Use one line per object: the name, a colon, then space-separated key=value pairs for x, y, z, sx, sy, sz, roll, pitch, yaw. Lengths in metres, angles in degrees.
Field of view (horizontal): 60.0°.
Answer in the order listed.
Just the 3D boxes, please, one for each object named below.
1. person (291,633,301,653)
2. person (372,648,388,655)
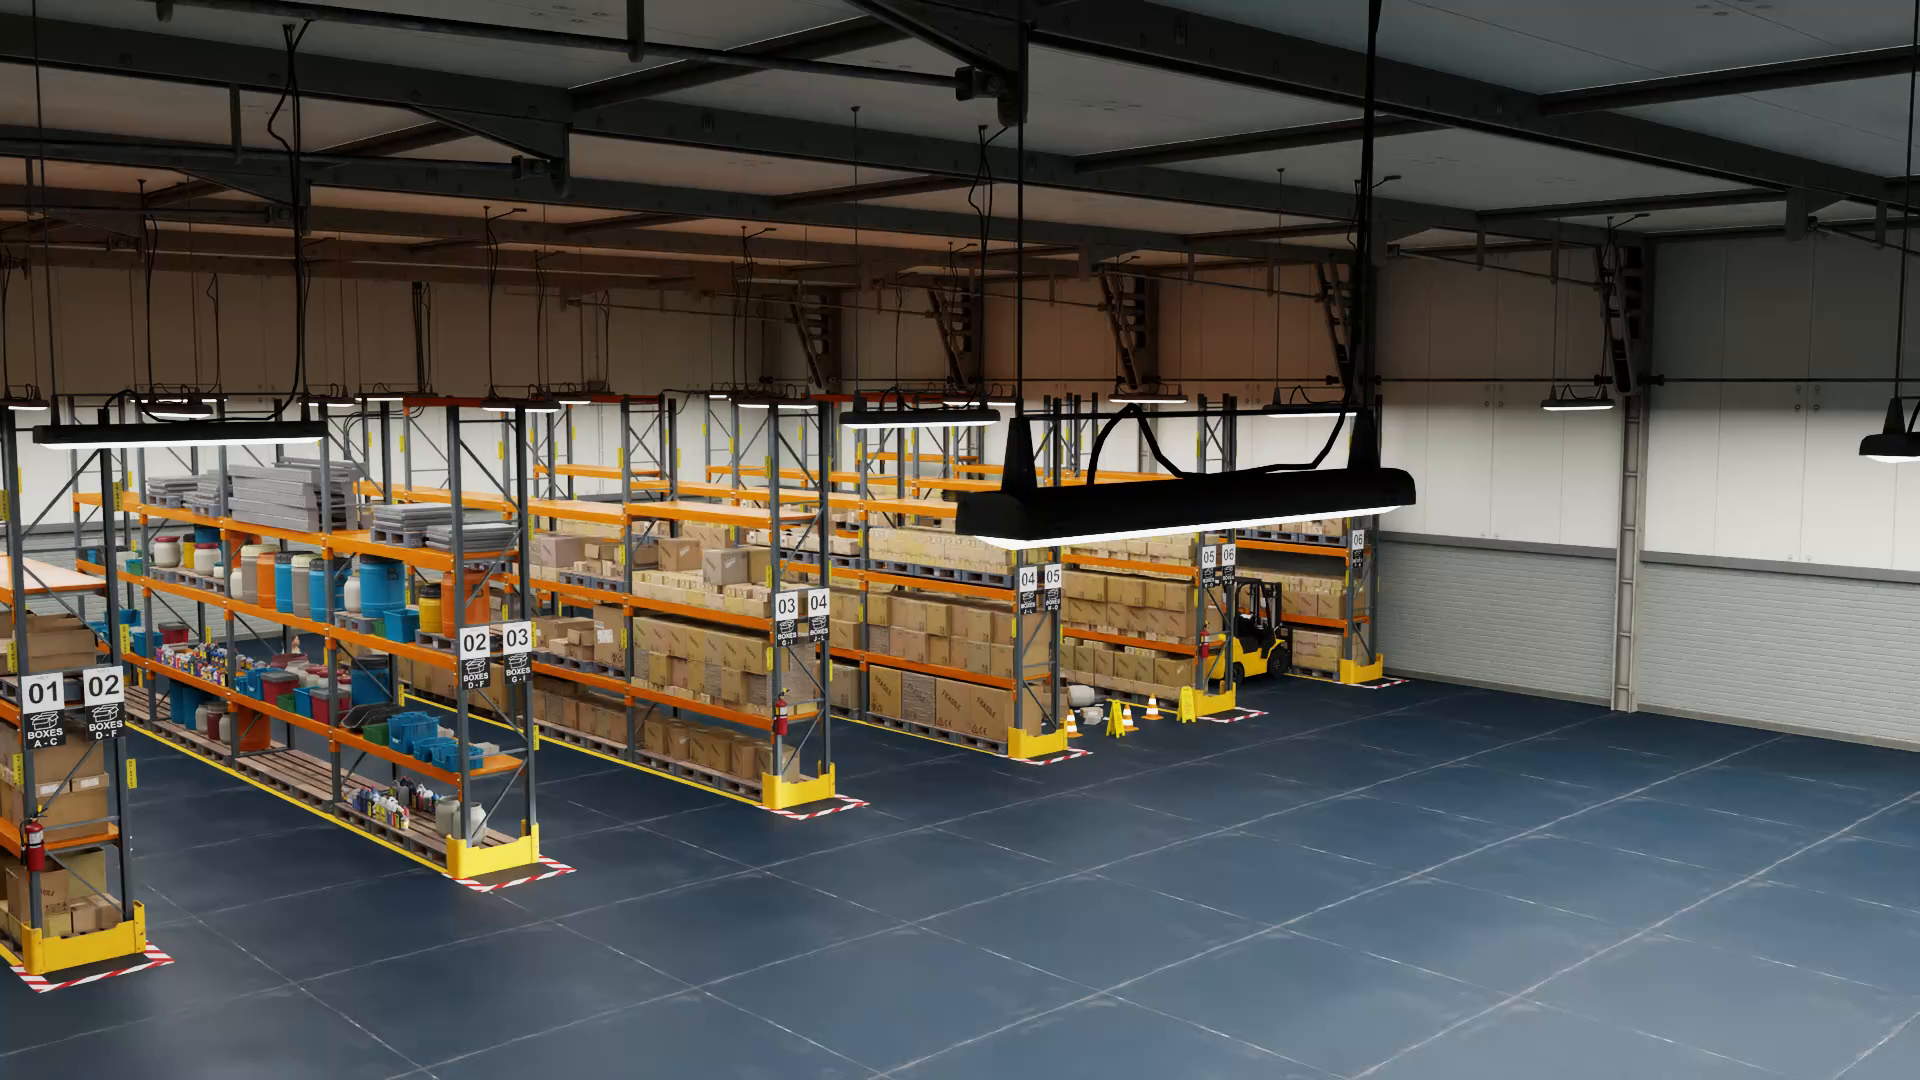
person: x=-12.401 y=2.536 z=30.946 sx=0.947 sy=1.627 sz=0.477 roll=4 pitch=7 yaw=37
person: x=-10.969 y=2.382 z=31.654 sx=0.646 sy=1.776 sz=0.445 roll=5 pitch=7 yaw=40
